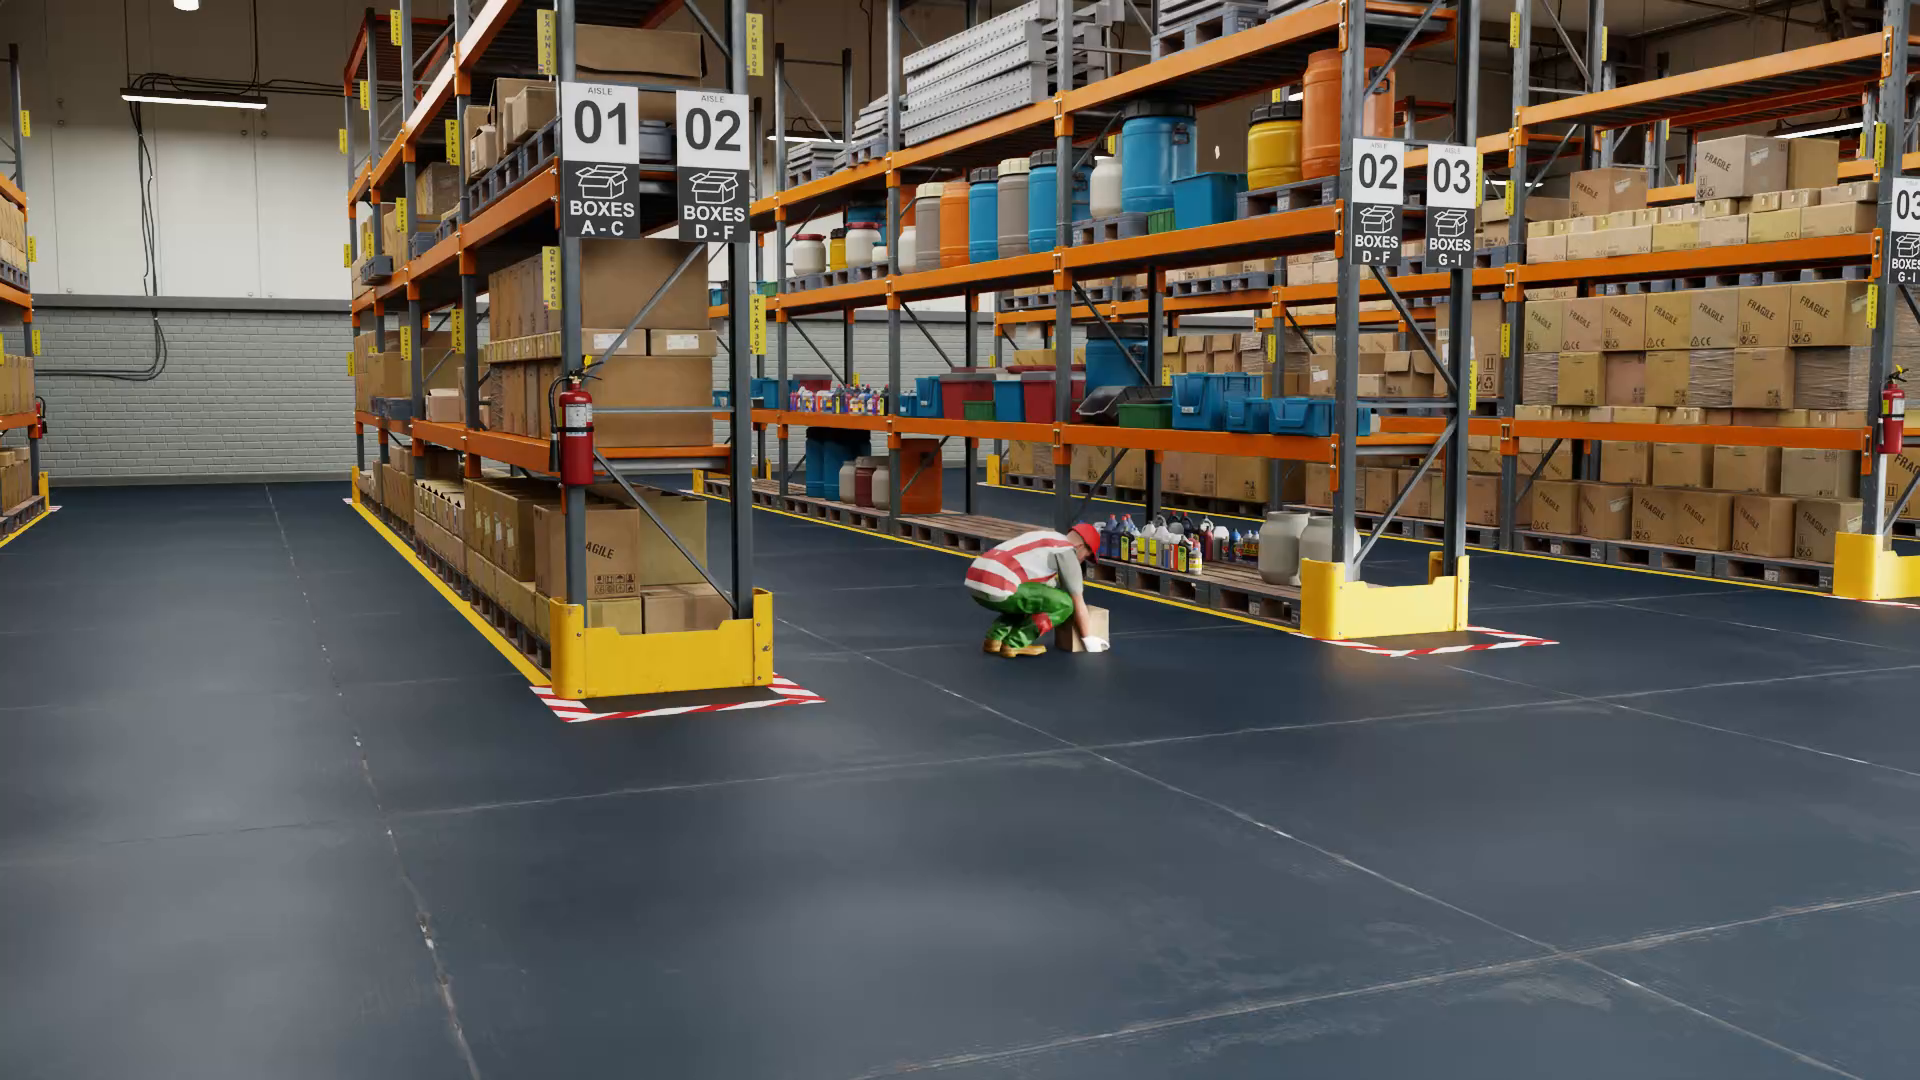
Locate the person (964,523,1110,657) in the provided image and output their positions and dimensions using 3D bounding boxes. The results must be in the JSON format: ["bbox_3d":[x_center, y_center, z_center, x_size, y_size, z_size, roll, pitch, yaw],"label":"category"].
[{"bbox_3d":[0.475,0.349,10.278,0.923,0.878,0.544,-2,6,-24],"label":"person"}]
